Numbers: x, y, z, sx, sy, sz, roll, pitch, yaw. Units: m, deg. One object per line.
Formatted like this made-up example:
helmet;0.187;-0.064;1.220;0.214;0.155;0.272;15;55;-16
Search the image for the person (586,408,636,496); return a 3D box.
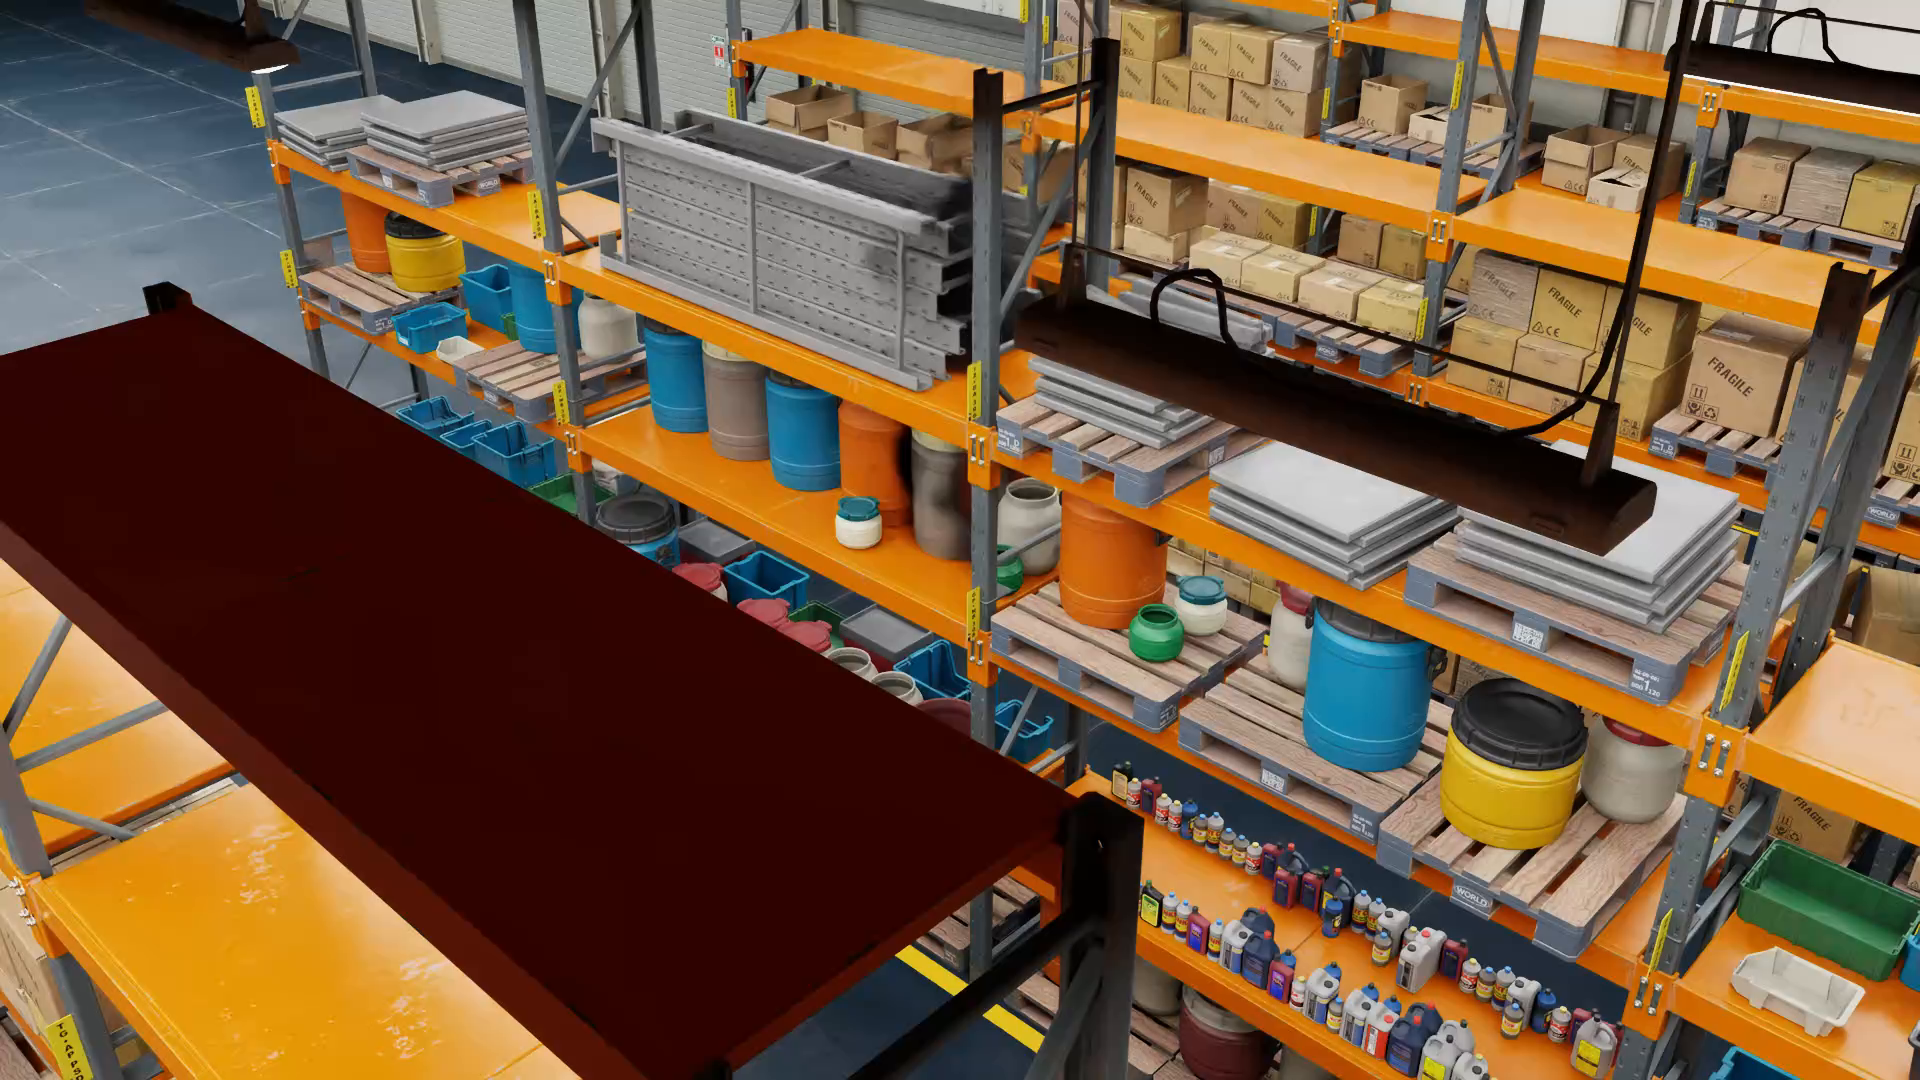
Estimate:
person;-3.301;-0.712;15.623;0.986;1.777;0.679;19;34;30
